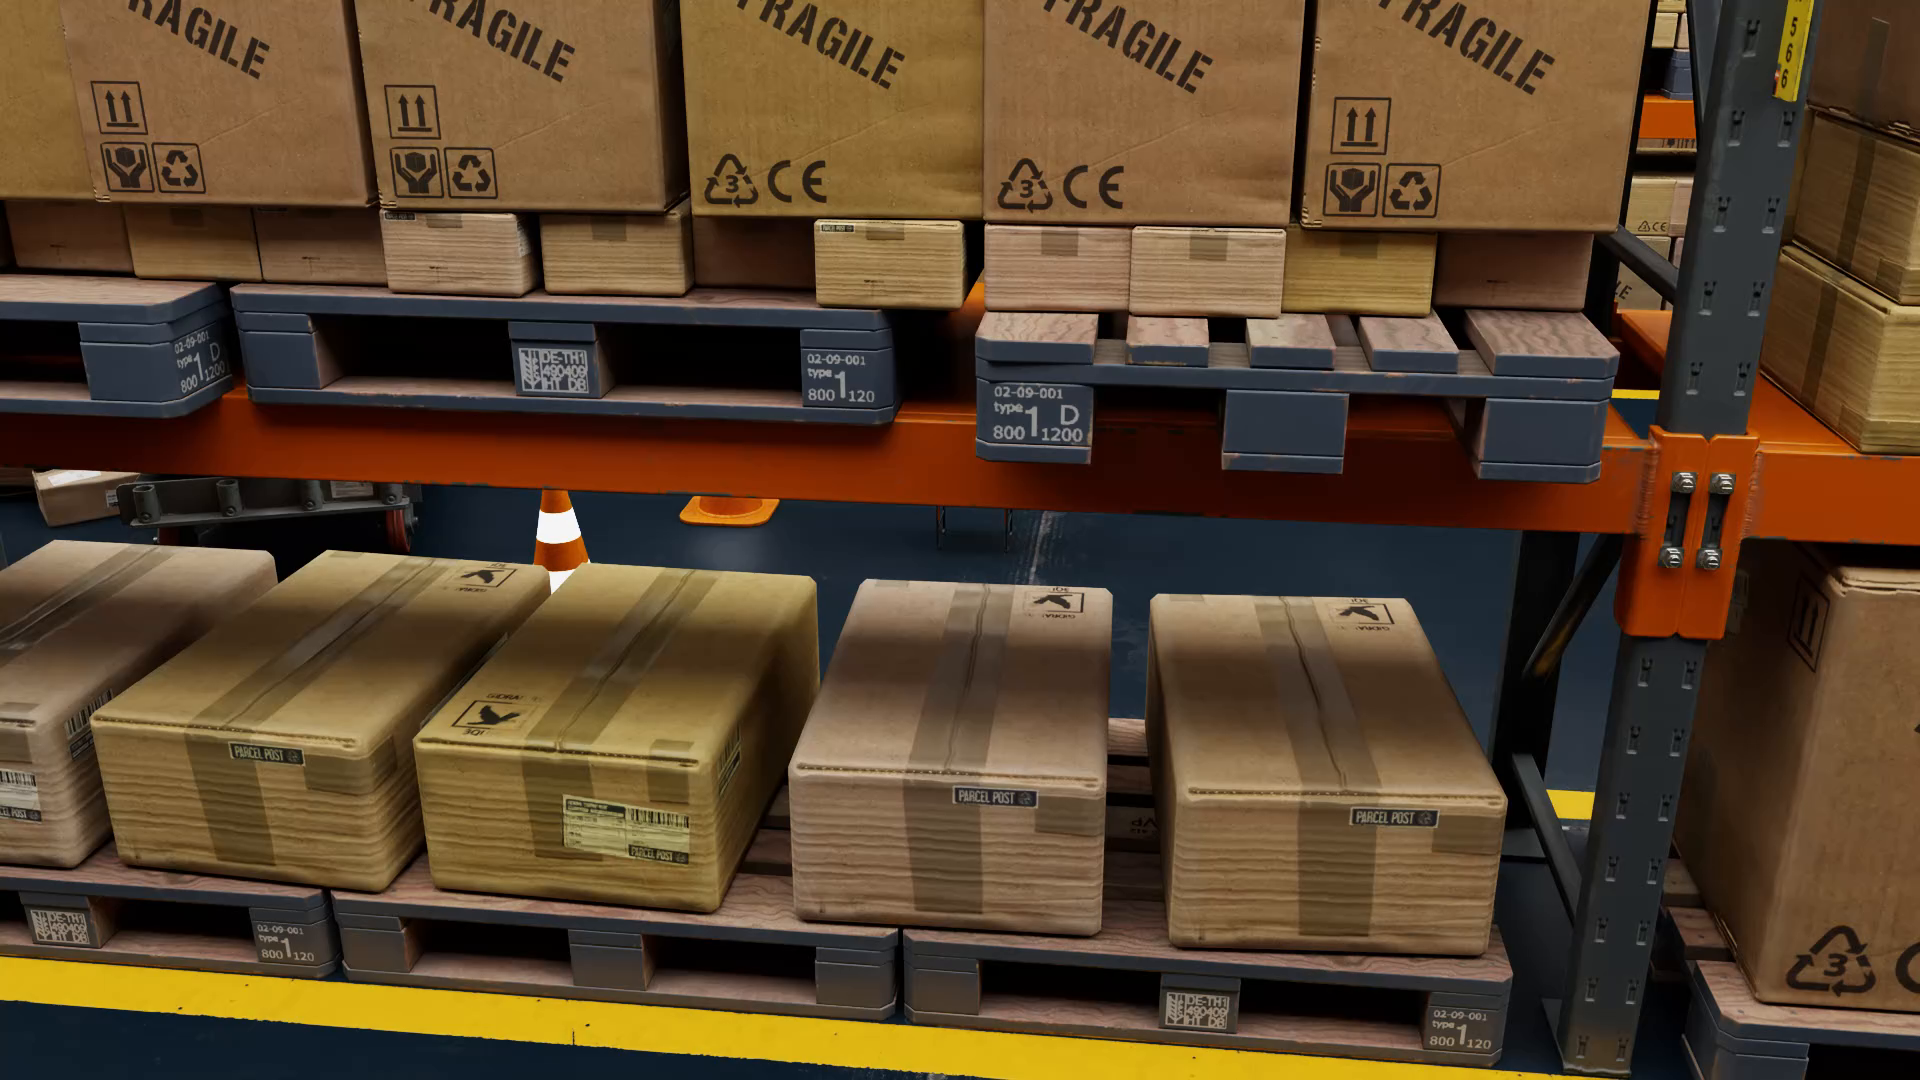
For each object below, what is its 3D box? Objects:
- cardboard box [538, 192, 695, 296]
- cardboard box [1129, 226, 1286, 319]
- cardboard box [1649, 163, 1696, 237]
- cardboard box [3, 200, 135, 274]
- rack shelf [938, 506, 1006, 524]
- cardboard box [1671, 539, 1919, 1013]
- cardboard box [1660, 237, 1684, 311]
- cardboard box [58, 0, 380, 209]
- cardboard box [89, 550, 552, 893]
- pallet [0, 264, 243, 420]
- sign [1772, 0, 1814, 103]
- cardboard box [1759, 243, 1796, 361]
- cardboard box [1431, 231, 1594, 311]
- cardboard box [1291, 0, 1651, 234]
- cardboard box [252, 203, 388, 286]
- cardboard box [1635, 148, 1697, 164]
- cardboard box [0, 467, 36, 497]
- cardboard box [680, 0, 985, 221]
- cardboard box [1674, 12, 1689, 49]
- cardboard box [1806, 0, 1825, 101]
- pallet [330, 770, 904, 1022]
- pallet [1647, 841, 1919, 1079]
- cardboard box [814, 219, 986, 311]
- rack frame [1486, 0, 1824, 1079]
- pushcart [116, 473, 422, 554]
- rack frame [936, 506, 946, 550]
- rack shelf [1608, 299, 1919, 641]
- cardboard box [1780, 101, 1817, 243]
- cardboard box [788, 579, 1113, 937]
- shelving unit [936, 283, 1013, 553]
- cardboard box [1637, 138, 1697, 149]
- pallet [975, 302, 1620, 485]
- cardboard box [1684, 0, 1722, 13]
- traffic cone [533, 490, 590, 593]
[{"bbox_3d":[-0.590,-0.567,3.064,0.250,0.149,0.380,2,22,5],"label":"cardboard box"},{"bbox_3d":[0.428,-0.508,2.916,0.250,0.149,0.380,2,22,6],"label":"cardboard box"},{"bbox_3d":[3.443,-1.549,7.587,0.500,0.250,0.500,3,22,7],"label":"cardboard box"},{"bbox_3d":[-1.612,-0.636,3.239,0.250,0.149,0.380,4,22,10],"label":"cardboard box"},{"bbox_3d":[0.053,-0.218,5.847,0.240,0.259,0.215,2,22,6],"label":"rack shelf"},{"bbox_3d":[1.987,0.331,3.341,0.875,0.875,0.875,2,22,6],"label":"cardboard box"},{"bbox_3d":[3.476,-1.202,7.728,0.500,0.500,0.500,2,22,5],"label":"cardboard box"},{"bbox_3d":[-1.242,-0.902,3.030,0.500,0.500,0.500,2,22,6],"label":"cardboard box"},{"bbox_3d":[-1.426,0.383,3.893,0.625,0.372,0.950,4,22,10],"label":"cardboard box"},{"bbox_3d":[-1.919,-0.520,3.435,1.213,0.211,1.003,2,22,6],"label":"pallet"},{"bbox_3d":[1.257,-0.825,2.480,0.005,0.325,0.100,2,22,6],"label":"sign"},{"bbox_3d":[1.844,-0.525,3.392,0.500,0.250,0.500,2,22,4],"label":"cardboard box"},{"bbox_3d":[0.958,-0.529,2.968,0.250,0.149,0.380,3,22,8],"label":"cardboard box"},{"bbox_3d":[0.827,-0.820,2.823,0.500,0.500,0.500,2,22,5],"label":"cardboard box"},{"bbox_3d":[-1.116,-0.598,3.143,0.250,0.149,0.380,3,22,7],"label":"cardboard box"},{"bbox_3d":[3.509,-1.736,8.059,0.500,0.250,0.500,3,22,8],"label":"cardboard box"},{"bbox_3d":[-3.661,-0.581,6.541,0.503,0.637,0.797,2,22,6],"label":"cardboard box"},{"bbox_3d":[-0.189,-0.860,2.923,0.500,0.500,0.500,1,22,3],"label":"cardboard box"},{"bbox_3d":[3.281,-2.274,7.383,0.250,0.149,0.380,3,22,8],"label":"cardboard box"},{"bbox_3d":[1.855,-1.107,3.163,0.500,0.500,0.500,2,22,5],"label":"cardboard box"},{"bbox_3d":[-0.673,0.687,3.916,1.213,0.211,1.003,2,22,6],"label":"pallet"},{"bbox_3d":[2.085,0.836,3.537,1.213,0.211,1.003,2,22,6],"label":"pallet"},{"bbox_3d":[-0.096,-0.529,2.969,0.250,0.149,0.380,3,22,7],"label":"cardboard box"},{"bbox_3d":[1.311,-0.522,3.180,0.127,3.000,1.000,2,22,6],"label":"rack frame"},{"bbox_3d":[-2.442,-0.310,6.211,0.936,0.377,1.648,-5,22,-12],"label":"pushcart"},{"bbox_3d":[-0.068,-0.491,5.754,0.008,1.050,0.200,2,22,6],"label":"rack frame"},{"bbox_3d":[3.297,-0.101,3.094,4.000,0.370,1.077,2,22,6],"label":"rack shelf"},{"bbox_3d":[1.822,-0.756,3.297,0.500,0.250,0.500,2,22,6],"label":"cardboard box"},{"bbox_3d":[0.017,0.448,3.730,0.625,0.372,0.950,2,22,5],"label":"cardboard box"},{"bbox_3d":[0.053,-0.486,5.741,0.252,1.050,0.215,2,22,6],"label":"shelving unit"},{"bbox_3d":[4.924,-3.233,12.356,0.875,0.875,1.225,2,22,4],"label":"cardboard box"},{"bbox_3d":[0.591,-0.425,3.195,1.003,0.211,1.213,2,22,6],"label":"pallet"},{"bbox_3d":[3.282,-2.413,7.329,0.250,0.149,0.380,3,22,6],"label":"cardboard box"},{"bbox_3d":[-1.265,0.027,5.241,0.334,0.463,0.336,2,22,6],"label":"traffic cone"}]
